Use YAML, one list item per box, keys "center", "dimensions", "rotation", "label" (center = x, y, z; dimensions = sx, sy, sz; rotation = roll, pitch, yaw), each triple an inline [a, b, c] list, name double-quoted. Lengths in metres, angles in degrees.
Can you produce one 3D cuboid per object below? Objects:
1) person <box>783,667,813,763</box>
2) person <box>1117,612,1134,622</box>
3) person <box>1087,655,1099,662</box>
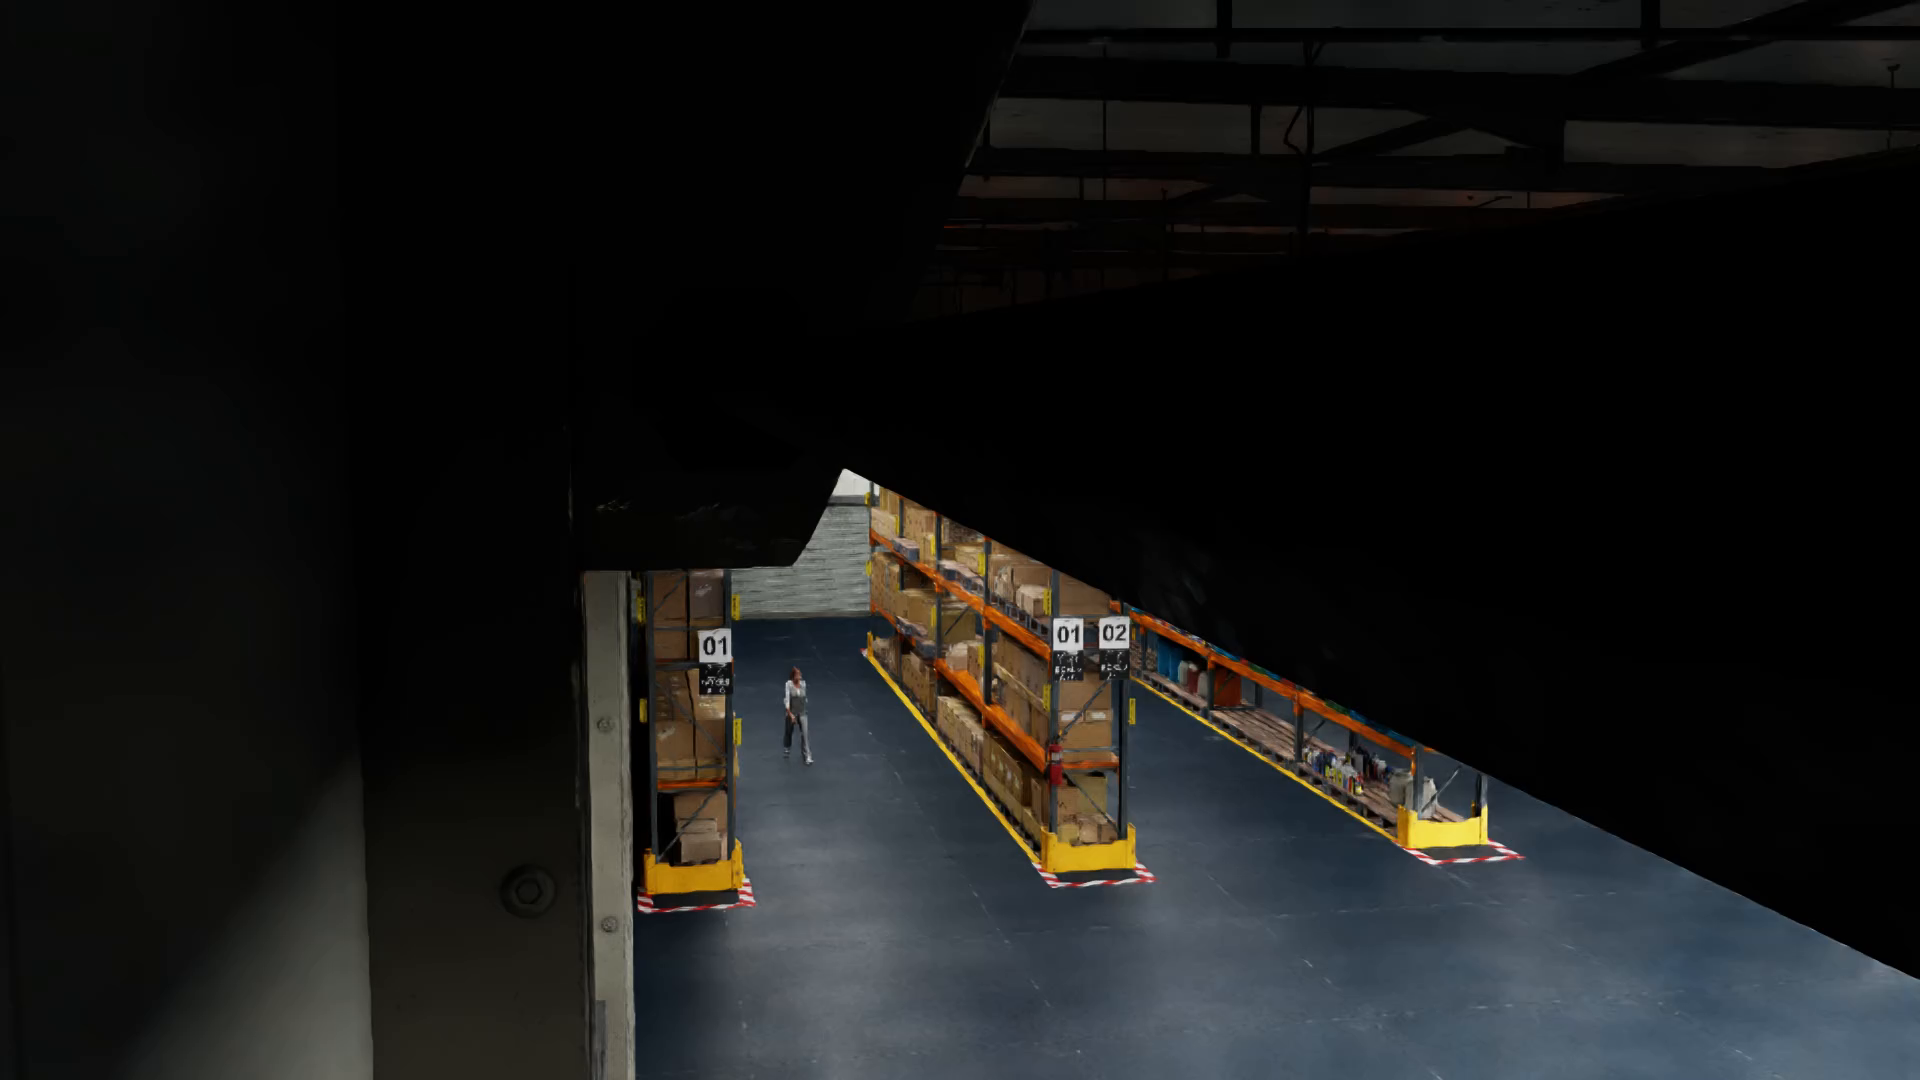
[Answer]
- center: [-2.637, 2.776, 26.640]
  dimensions: [0.411, 1.533, 0.957]
  rotation: [-2, 6, -20]
  label: "person"
- center: [3.864, 1.394, 39.044]
  dimensions: [0.704, 1.745, 0.671]
  rotation: [6, 8, 44]
  label: "person"
- center: [2.522, 2.165, 31.825]
  dimensions: [0.445, 1.674, 0.493]
  rotation: [-5, 8, -39]
  label: "person"
